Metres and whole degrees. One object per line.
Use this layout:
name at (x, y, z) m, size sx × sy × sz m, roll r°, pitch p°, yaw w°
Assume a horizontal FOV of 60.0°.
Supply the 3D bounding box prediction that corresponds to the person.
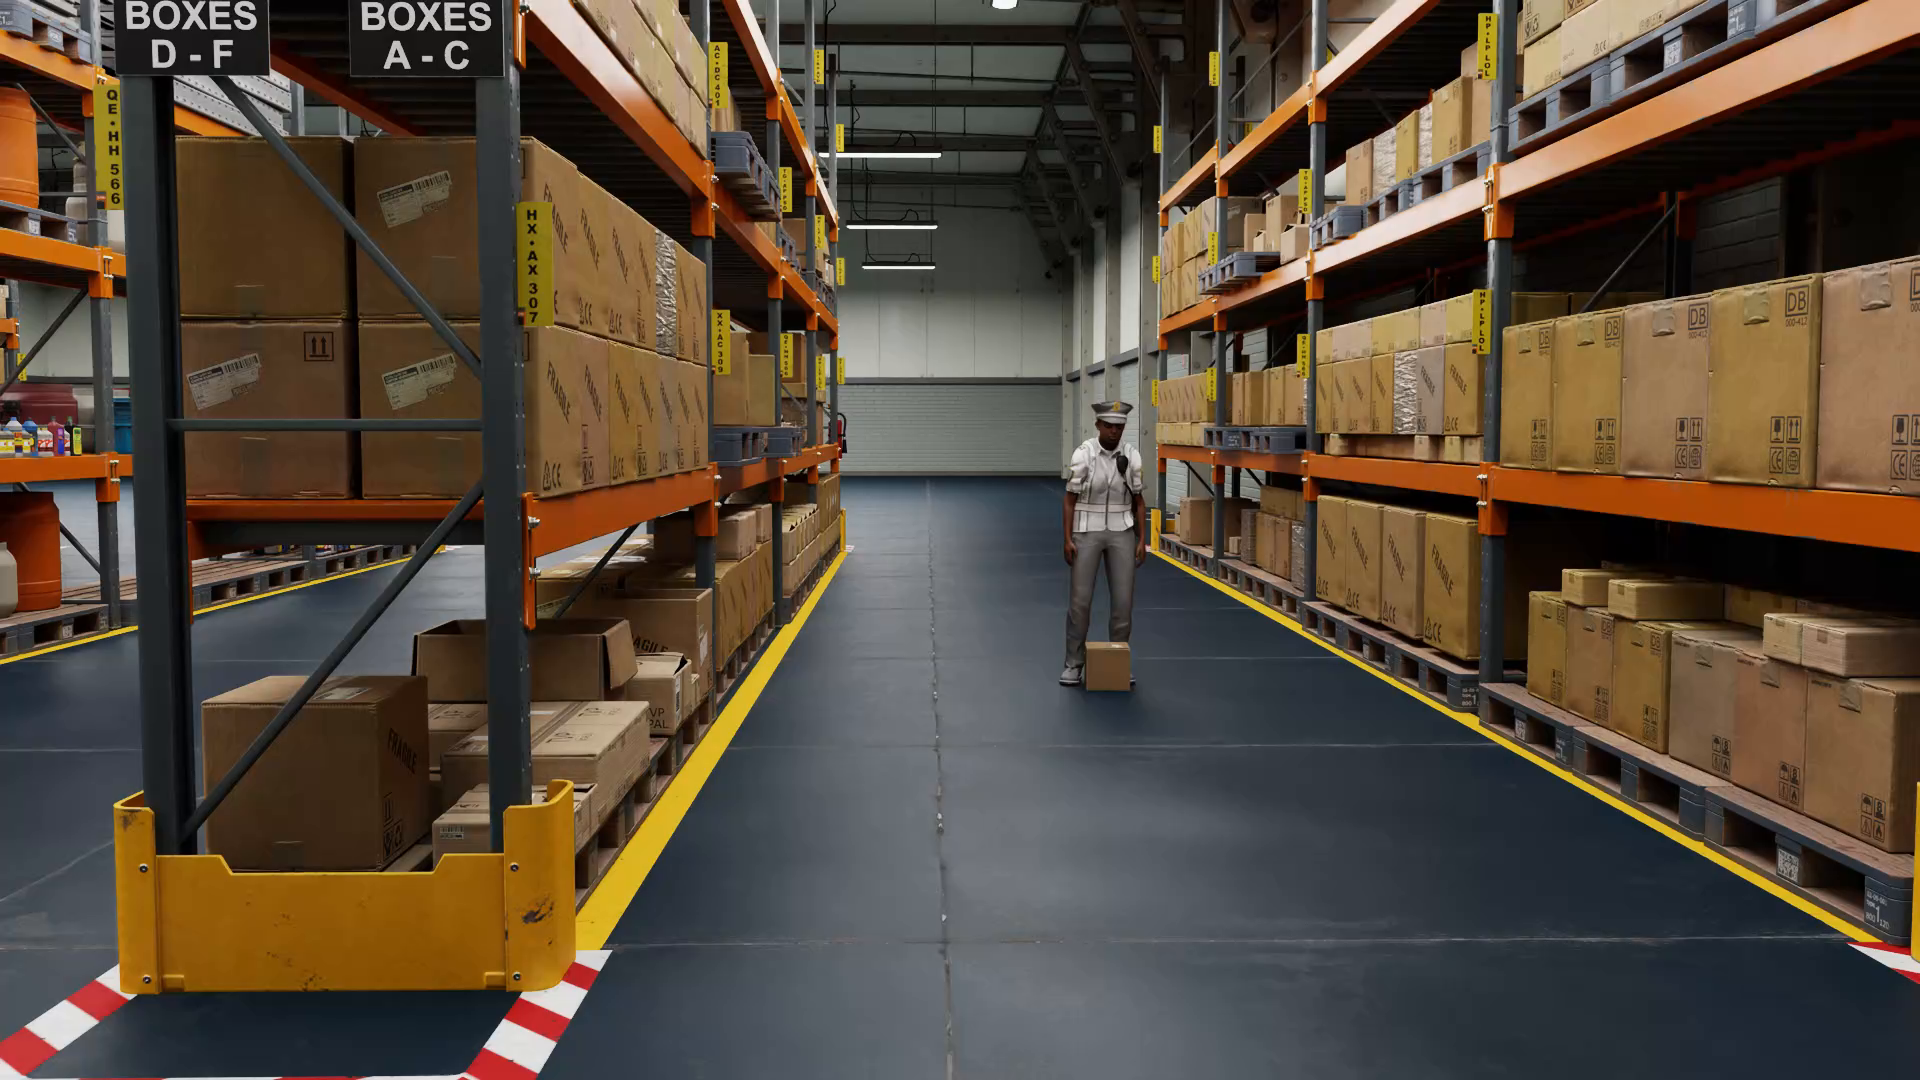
person at (0.841, 0.012, 9.811) m, size 0.531 × 1.661 × 0.397 m, roll 0°, pitch 4°, yaw -5°
